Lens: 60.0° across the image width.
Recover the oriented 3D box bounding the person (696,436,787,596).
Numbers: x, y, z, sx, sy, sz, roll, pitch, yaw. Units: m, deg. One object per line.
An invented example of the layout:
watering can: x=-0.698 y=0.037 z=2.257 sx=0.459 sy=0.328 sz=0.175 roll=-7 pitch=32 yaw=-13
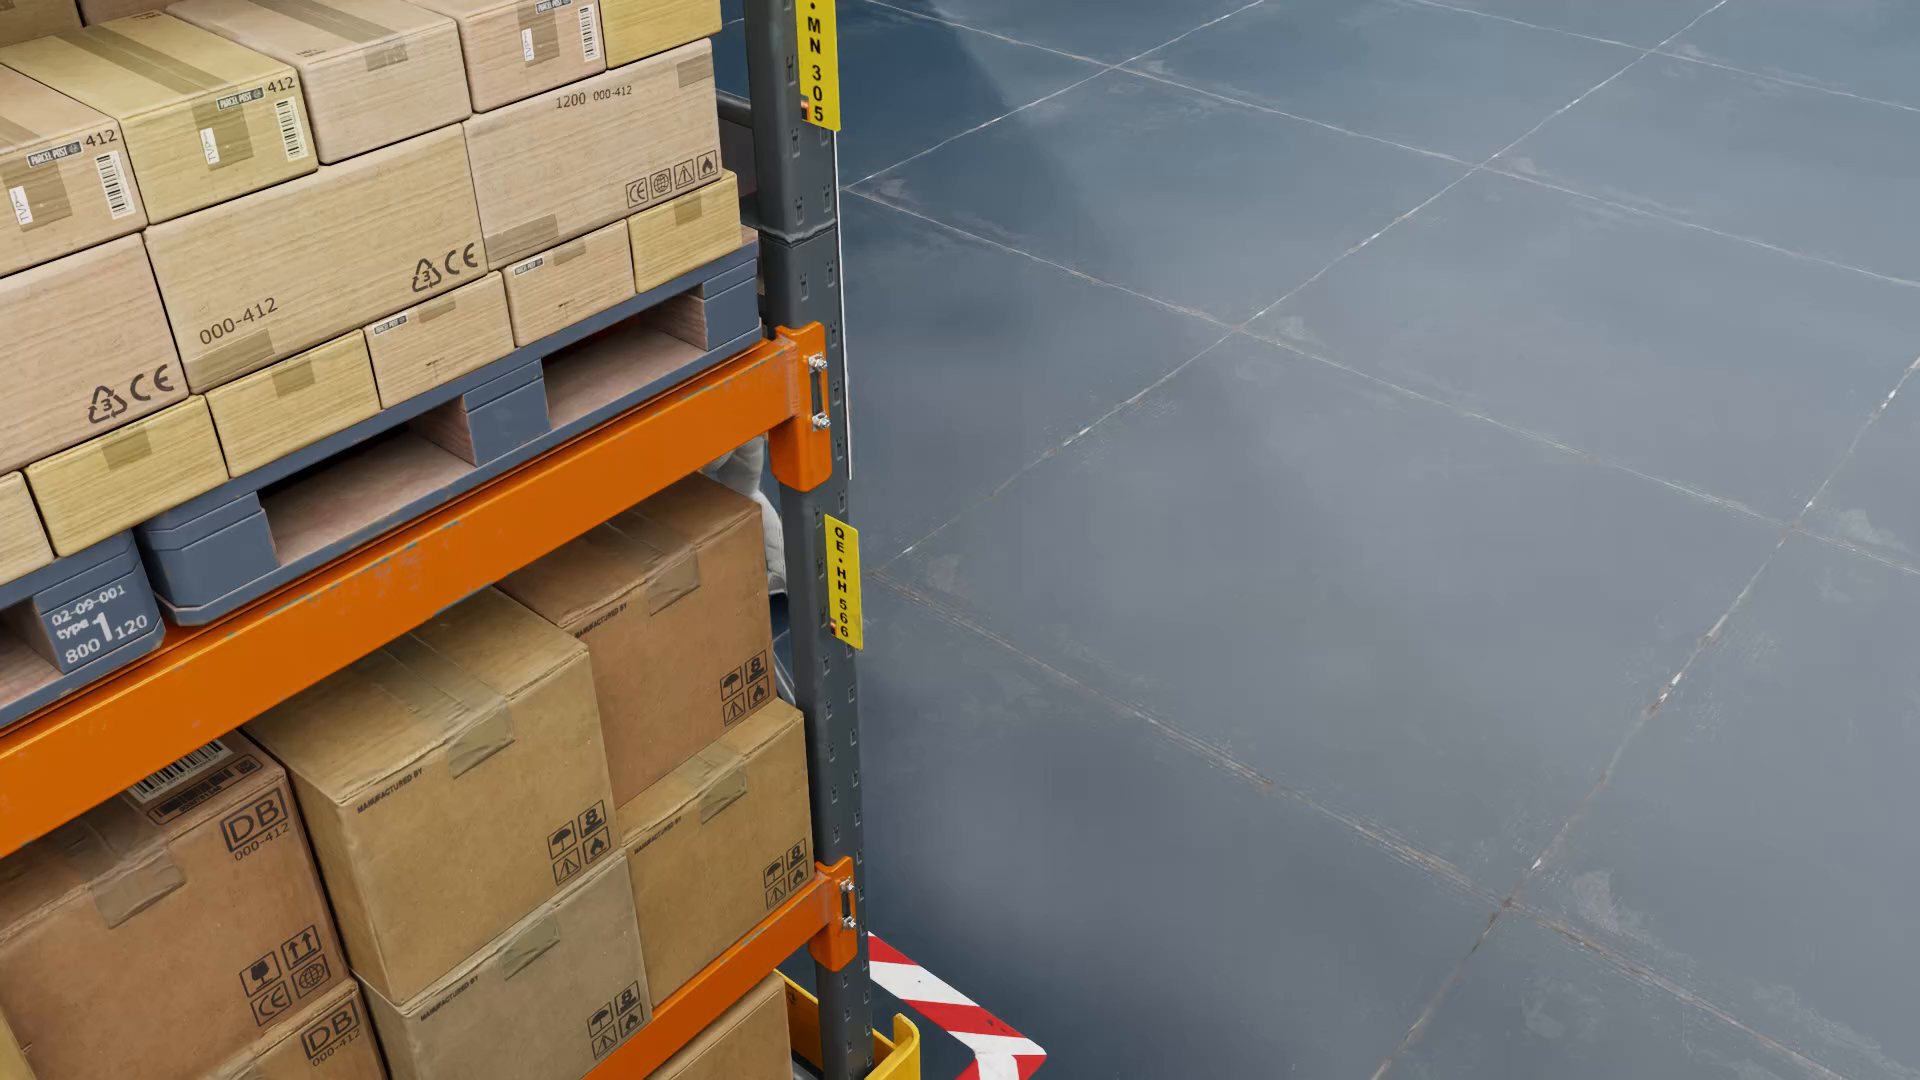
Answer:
person: x=-1.084 y=-0.497 z=6.866 sx=0.942 sy=1.607 sz=0.505 roll=25 pitch=42 yaw=31
